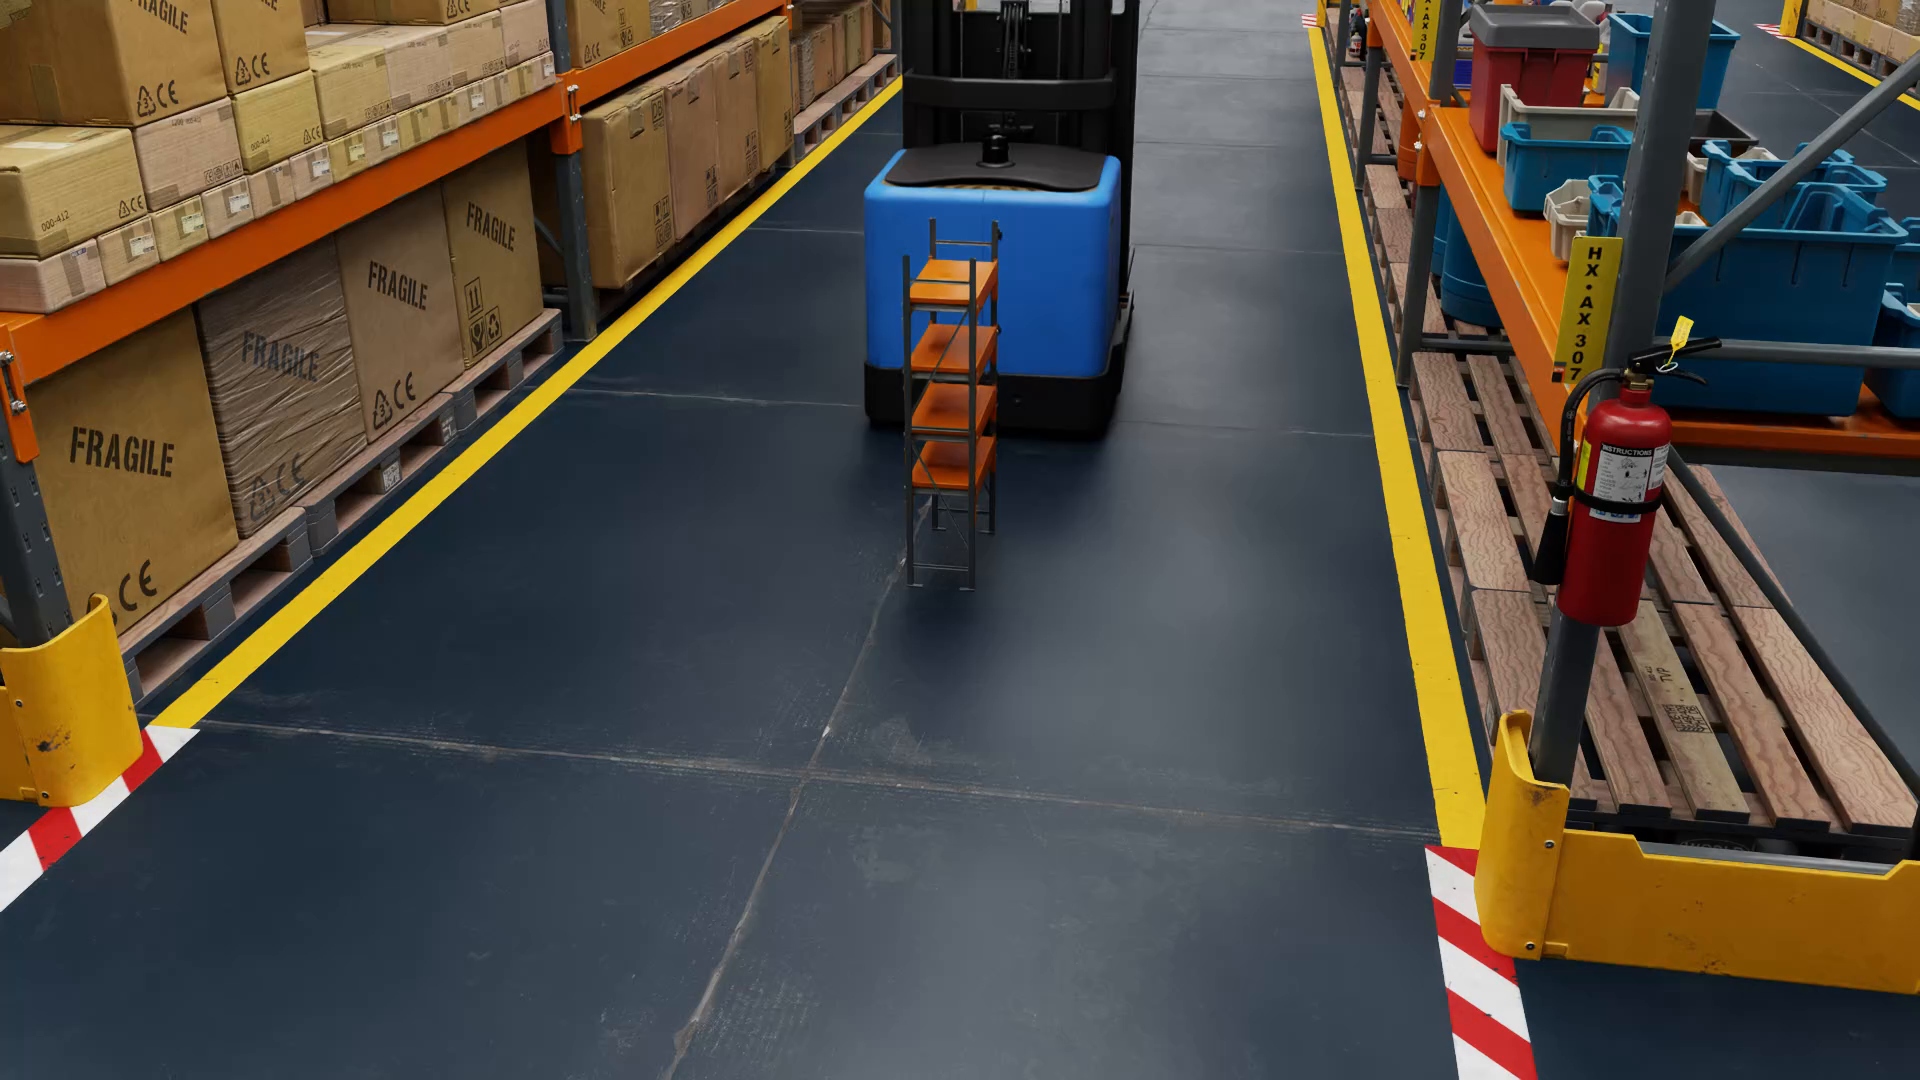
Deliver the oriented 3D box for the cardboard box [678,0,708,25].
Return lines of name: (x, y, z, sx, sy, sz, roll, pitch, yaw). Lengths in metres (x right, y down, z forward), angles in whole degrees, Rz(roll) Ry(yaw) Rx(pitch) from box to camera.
cardboard box: (-1.781, -3.256, 9.550, 0.500, 0.500, 0.500, 5, 25, 10)

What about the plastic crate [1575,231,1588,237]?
plastic crate: (1.904, -0.765, 4.587, 0.396, 0.136, 0.243, 4, 25, 9)

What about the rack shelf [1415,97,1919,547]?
rack shelf: (2.214, -0.894, 5.471, 1.077, 0.370, 4.000, 4, 25, 9)

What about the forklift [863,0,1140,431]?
forklift: (0.310, -2.385, 7.888, 1.130, 2.935, 3.031, 4, 25, 7)

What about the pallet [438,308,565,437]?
pallet: (-2.547, -0.824, 7.762, 1.003, 0.211, 1.213, 4, 25, 9)

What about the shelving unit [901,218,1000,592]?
shelving unit: (-0.027, -0.474, 5.848, 0.258, 1.200, 0.503, 4, 25, 9)

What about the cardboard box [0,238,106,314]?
cardboard box: (-2.615, -0.739, 4.586, 0.380, 0.149, 0.250, 4, 25, 9)

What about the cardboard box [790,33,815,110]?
cardboard box: (-1.524, -3.654, 12.948, 0.700, 0.500, 0.500, 2, 25, 4)

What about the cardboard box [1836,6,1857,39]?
cardboard box: (8.921, -5.048, 16.244, 0.500, 0.250, 0.500, 4, 25, 9)

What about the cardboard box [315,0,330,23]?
cardboard box: (-2.764, -2.418, 6.819, 0.500, 0.500, 0.500, 4, 25, 9)

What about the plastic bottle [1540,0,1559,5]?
plastic bottle: (3.117, -2.788, 8.819, 0.097, 0.271, 0.097, 0, 25, 0)

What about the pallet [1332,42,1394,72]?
pallet: (3.999, -4.417, 15.438, 1.003, 0.211, 1.213, 4, 25, 9)

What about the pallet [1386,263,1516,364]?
pallet: (2.708, -1.113, 8.380, 1.003, 0.211, 1.213, 4, 25, 9)

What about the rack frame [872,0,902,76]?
rack frame: (-1.038, -5.746, 14.986, 1.000, 3.000, 0.127, 4, 25, 9)

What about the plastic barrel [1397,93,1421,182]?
plastic barrel: (3.132, -2.731, 10.611, 0.600, 0.830, 0.708, 4, 25, 9)

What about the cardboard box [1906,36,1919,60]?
cardboard box: (8.595, -4.212, 14.457, 0.500, 0.250, 0.500, 4, 25, 9)

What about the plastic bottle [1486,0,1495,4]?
plastic bottle: (2.511, -2.431, 7.964, 0.144, 0.351, 0.185, 4, 25, 9)

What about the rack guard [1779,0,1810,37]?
rack guard: (9.392, -5.608, 17.642, 1.175, 0.500, 0.348, 4, 25, 9)

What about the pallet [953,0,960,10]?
pallet: (-0.564, -5.786, 18.363, 1.003, 0.211, 1.213, 4, 25, 9)

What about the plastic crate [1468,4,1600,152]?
plastic crate: (2.148, -1.757, 6.318, 0.402, 0.464, 0.583, 4, 25, 9)

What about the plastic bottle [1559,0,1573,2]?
plastic bottle: (3.244, -2.834, 8.823, 0.144, 0.351, 0.185, 4, 25, 9)

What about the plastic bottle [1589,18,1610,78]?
plastic bottle: (3.052, -2.321, 7.816, 0.152, 0.276, 0.135, 4, 25, 9)

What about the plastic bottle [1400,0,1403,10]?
plastic bottle: (2.730, -3.321, 9.953, 0.152, 0.276, 0.135, 4, 25, 9)

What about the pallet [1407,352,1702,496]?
pallet: (2.459, -0.483, 7.034, 1.003, 0.211, 1.213, 4, 25, 9)

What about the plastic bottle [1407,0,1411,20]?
plastic bottle: (2.624, -3.120, 9.529, 0.097, 0.271, 0.097, 0, 25, 0)

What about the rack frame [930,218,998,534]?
rack frame: (0.013, -0.576, 6.066, 0.240, 1.200, 0.015, 4, 25, 9)

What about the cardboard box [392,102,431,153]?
cardboard box: (-2.282, -1.598, 6.422, 0.380, 0.149, 0.250, 4, 25, 8)

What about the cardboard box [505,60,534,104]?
cardboard box: (-2.114, -2.028, 7.340, 0.380, 0.149, 0.250, 5, 25, 10)

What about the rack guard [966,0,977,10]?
rack guard: (-0.397, -6.255, 19.022, 1.175, 0.500, 0.348, 4, 25, 9)

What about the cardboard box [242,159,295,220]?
cardboard box: (-2.449, -1.168, 5.504, 0.380, 0.149, 0.250, 4, 25, 7)

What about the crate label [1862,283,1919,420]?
crate label: (2.252, -0.415, 3.726, 0.416, 0.233, 0.303, 4, 25, 9)

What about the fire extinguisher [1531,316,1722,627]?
fire extinguisher: (1.414, -0.148, 3.559, 0.296, 0.674, 0.183, 4, 25, 9)

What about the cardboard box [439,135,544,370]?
cardboard box: (-2.532, -1.357, 7.622, 0.875, 0.875, 0.875, 4, 25, 9)

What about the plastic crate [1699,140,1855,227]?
plastic crate: (2.517, -1.092, 5.170, 0.416, 0.233, 0.300, 4, 25, 9)

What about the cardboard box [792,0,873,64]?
cardboard box: (-1.159, -4.557, 14.878, 0.700, 0.500, 0.500, 2, 25, 4)

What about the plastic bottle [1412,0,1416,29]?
plastic bottle: (2.579, -2.935, 9.128, 0.152, 0.276, 0.135, 4, 25, 9)

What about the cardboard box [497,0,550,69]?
cardboard box: (-2.159, -2.264, 7.374, 0.500, 0.250, 0.500, 4, 25, 8)

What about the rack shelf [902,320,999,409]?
rack shelf: (-0.027, -0.616, 5.781, 0.258, 0.148, 0.480, 4, 25, 9)

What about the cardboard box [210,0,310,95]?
cardboard box: (-2.494, -1.741, 5.373, 0.500, 0.500, 0.500, 3, 25, 7)

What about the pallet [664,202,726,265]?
pallet: (-2.096, -1.976, 10.223, 1.003, 0.211, 1.213, 4, 25, 9)

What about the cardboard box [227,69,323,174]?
cardboard box: (-2.490, -1.403, 5.536, 0.500, 0.250, 0.500, 3, 25, 7)

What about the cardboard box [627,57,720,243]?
cardboard box: (-2.115, -2.270, 9.573, 1.225, 0.875, 0.875, 3, 25, 7)

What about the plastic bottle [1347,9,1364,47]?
plastic bottle: (3.701, -4.771, 15.511, 0.144, 0.351, 0.185, 3, 25, 6)

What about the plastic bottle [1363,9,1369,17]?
plastic bottle: (3.889, -4.937, 15.943, 0.061, 0.283, 0.133, 4, 25, 9)

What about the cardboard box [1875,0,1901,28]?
cardboard box: (8.766, -4.969, 15.191, 0.500, 0.500, 0.500, 4, 25, 9)

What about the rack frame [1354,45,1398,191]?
rack frame: (3.195, -3.729, 10.679, 1.000, 3.000, 0.127, 4, 25, 9)

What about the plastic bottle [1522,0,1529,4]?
plastic bottle: (3.513, -3.394, 10.196, 0.097, 0.201, 0.097, 0, 25, 0)

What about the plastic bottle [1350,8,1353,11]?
plastic bottle: (3.793, -5.032, 16.162, 0.097, 0.271, 0.097, 0, 25, 0)

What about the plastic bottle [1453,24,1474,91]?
plastic bottle: (2.287, -2.188, 7.531, 0.152, 0.276, 0.135, 4, 25, 9)

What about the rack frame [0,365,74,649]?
rack frame: (-2.999, -0.727, 4.264, 1.000, 3.000, 0.127, 4, 25, 9)
